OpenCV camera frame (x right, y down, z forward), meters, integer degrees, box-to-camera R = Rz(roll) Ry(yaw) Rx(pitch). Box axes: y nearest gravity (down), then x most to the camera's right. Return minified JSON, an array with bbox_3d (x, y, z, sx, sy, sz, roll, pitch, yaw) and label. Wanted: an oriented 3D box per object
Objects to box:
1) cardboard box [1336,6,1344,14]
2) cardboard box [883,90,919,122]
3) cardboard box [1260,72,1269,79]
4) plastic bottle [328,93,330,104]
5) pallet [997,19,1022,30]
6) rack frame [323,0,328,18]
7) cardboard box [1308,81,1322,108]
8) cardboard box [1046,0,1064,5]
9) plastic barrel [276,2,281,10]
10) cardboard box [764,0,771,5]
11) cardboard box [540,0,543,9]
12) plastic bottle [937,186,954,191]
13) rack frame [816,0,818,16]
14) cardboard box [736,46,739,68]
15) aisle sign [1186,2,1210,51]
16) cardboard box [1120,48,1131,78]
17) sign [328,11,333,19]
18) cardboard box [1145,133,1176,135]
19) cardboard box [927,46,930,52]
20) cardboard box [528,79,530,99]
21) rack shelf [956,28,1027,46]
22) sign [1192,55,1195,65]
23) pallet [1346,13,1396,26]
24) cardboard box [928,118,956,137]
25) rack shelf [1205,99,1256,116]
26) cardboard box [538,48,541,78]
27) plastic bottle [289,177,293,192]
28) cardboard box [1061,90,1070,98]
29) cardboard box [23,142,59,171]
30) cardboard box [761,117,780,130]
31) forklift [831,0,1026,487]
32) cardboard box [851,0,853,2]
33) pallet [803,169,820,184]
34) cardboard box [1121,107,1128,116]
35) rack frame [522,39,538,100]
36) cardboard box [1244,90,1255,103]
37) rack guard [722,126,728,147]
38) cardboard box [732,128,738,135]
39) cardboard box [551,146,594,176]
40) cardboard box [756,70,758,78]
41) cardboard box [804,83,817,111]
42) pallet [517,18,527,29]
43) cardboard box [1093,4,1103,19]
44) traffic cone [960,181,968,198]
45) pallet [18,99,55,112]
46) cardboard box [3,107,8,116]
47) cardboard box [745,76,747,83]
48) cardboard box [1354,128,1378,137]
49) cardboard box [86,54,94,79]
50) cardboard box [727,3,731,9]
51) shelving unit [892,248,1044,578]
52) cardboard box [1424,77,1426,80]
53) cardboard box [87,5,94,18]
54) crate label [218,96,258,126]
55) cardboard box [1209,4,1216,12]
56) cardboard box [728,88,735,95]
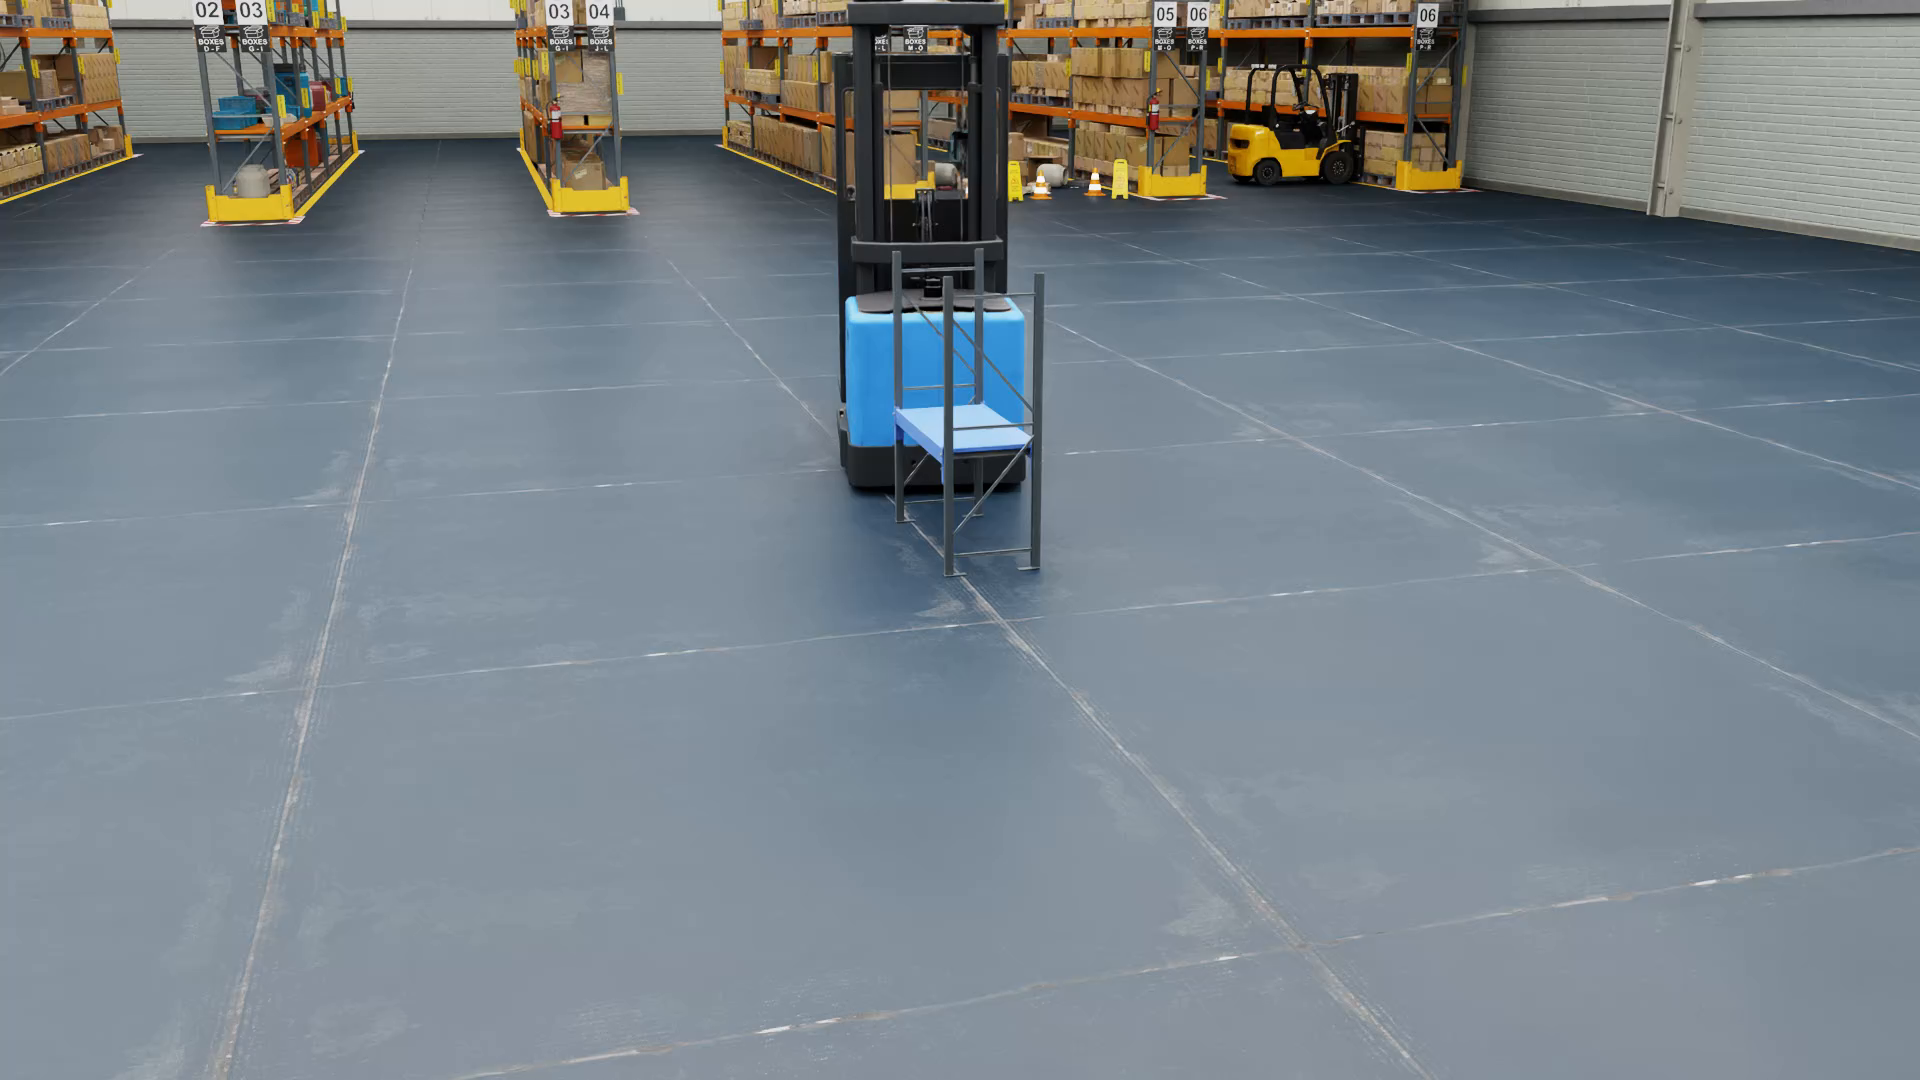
[{"bbox_3d":[7.422,-10.128,31.774,0.380,0.149,0.250,-4,17,-14],"label":"cardboard box"},{"bbox_3d":[-1.170,-7.175,27.364,0.875,0.550,0.550,-5,17,-15],"label":"cardboard box"},{"bbox_3d":[6.545,-9.777,34.986,0.380,0.149,0.250,-5,17,-17],"label":"cardboard box"},{"bbox_3d":[-13.362,-9.324,34.993,0.152,0.276,0.135,-5,17,-15],"label":"plastic bottle"},{"bbox_3d":[1.281,-11.156,35.993,1.213,0.211,1.003,-4,17,-13],"label":"pallet"},{"bbox_3d":[-13.881,-12.441,34.727,1.000,3.000,0.127,-5,17,-15],"label":"rack frame"},{"bbox_3d":[7.250,-8.828,32.953,0.500,0.500,0.500,-5,17,-17],"label":"cardboard box"},{"bbox_3d":[2.025,-10.766,33.027,0.500,0.250,0.500,-4,17,-14],"label":"cardboard box"},{"bbox_3d":[-12.585,-9.678,29.997,0.600,0.830,0.708,-5,17,-15],"label":"plastic barrel"},{"bbox_3d":[-3.957,-11.514,35.350,0.396,0.266,0.258,-5,17,-15],"label":"cardboard box"},{"bbox_3d":[-6.429,-8.464,26.268,0.380,0.149,0.250,-5,17,-15],"label":"cardboard box"},{"bbox_3d":[-0.261,-6.318,29.878,0.283,0.061,0.133,-12,20,-34],"label":"plastic bottle"},{"bbox_3d":[-2.124,-10.984,29.876,1.000,3.000,0.127,-5,17,-15],"label":"rack frame"},{"bbox_3d":[-4.986,-11.387,39.216,0.500,0.500,0.500,-4,17,-14],"label":"cardboard box"},{"bbox_3d":[4.022,-8.676,28.102,0.394,0.787,0.004,-5,17,-15],"label":"aisle sign"},{"bbox_3d":[3.225,-8.357,29.131,0.700,0.500,0.500,-5,17,-15],"label":"cardboard box"},{"bbox_3d":[-13.352,-11.052,35.300,0.100,0.325,0.005,-5,17,-15],"label":"sign"},{"bbox_3d":[3.596,-7.063,29.996,0.500,0.500,0.500,-5,18,-17],"label":"cardboard box"},{"bbox_3d":[-0.667,-12.347,41.804,0.380,0.149,0.250,-5,18,-17],"label":"cardboard box"},{"bbox_3d":[-8.810,-9.440,34.992,0.500,0.500,0.500,-4,17,-14],"label":"cardboard box"},{"bbox_3d":[0.959,-11.282,37.332,1.077,0.370,4.000,-5,17,-15],"label":"rack shelf"},{"bbox_3d":[5.714,-11.736,40.794,0.100,0.325,0.005,-5,17,-15],"label":"sign"},{"bbox_3d":[7.970,-9.747,31.126,1.003,0.211,1.213,-5,17,-15],"label":"pallet"},{"bbox_3d":[-0.412,-10.649,42.912,0.875,0.438,0.875,-5,18,-17],"label":"cardboard box"},{"bbox_3d":[5.731,-10.239,39.073,1.077,0.370,4.000,-5,17,-15],"label":"rack shelf"},{"bbox_3d":[-7.041,-8.271,28.844,0.500,0.500,0.500,-5,17,-15],"label":"cardboard box"},{"bbox_3d":[-10.876,-5.773,26.936,0.097,0.271,0.097,0,17,0],"label":"plastic bottle"},{"bbox_3d":[2.201,-8.731,32.512,0.380,0.149,0.250,-4,17,-14],"label":"cardboard box"},{"bbox_3d":[-17.396,-7.233,31.397,0.500,0.500,0.500,-4,17,-13],"label":"cardboard box"},{"bbox_3d":[-4.089,-9.173,36.587,0.500,0.250,0.500,-4,17,-13],"label":"cardboard box"},{"bbox_3d":[-0.263,-2.092,10.820,1.130,2.935,3.031,-2,17,-5],"label":"forklift"},{"bbox_3d":[-1.581,-8.775,27.271,0.380,0.149,0.250,-4,17,-14],"label":"cardboard box"},{"bbox_3d":[-2.408,-6.983,31.831,1.003,0.211,1.213,-5,17,-15],"label":"pallet"},{"bbox_3d":[3.073,-7.592,29.451,0.380,0.149,0.250,-4,17,-14],"label":"cardboard box"},{"bbox_3d":[-9.119,-9.959,36.893,1.000,3.000,0.127,-5,17,-15],"label":"rack frame"},{"bbox_3d":[6.449,-9.535,35.740,0.500,0.250,0.500,-5,18,-17],"label":"cardboard box"},{"bbox_3d":[-5.401,-10.212,42.079,1.175,0.500,0.348,-5,17,-15],"label":"rack guard"},{"bbox_3d":[-5.385,-10.022,40.812,0.380,0.149,0.250,-4,17,-14],"label":"cardboard box"},{"bbox_3d":[-7.069,-6.932,30.394,0.700,0.500,0.500,-6,18,-20],"label":"cardboard box"},{"bbox_3d":[-4.222,-10.112,36.074,0.380,0.149,0.250,-4,17,-14],"label":"cardboard box"},{"bbox_3d":[-2.663,-8.421,31.600,0.500,0.500,0.500,-5,17,-16],"label":"cardboard box"},{"bbox_3d":[-8.248,-10.373,33.385,1.213,0.211,1.003,-4,17,-13],"label":"pallet"},{"bbox_3d":[2.741,-9.612,30.268,0.500,0.250,0.500,-5,17,-15],"label":"cardboard box"},{"bbox_3d":[0.195,-6.048,28.283,0.336,0.463,0.334,-5,17,-15],"label":"traffic cone"},{"bbox_3d":[-17.799,-8.161,31.239,1.213,0.211,1.003,-5,17,-15],"label":"pallet"},{"bbox_3d":[-17.141,-7.602,29.483,0.380,0.149,0.250,-3,17,-11],"label":"cardboard box"},{"bbox_3d":[-4.656,-10.401,37.555,0.380,0.149,0.250,-4,17,-14],"label":"cardboard box"},{"bbox_3d":[7.626,-7.703,31.694,0.500,0.250,0.500,-5,17,-16],"label":"cardboard box"},{"bbox_3d":[-18.646,-9.999,35.114,0.500,0.500,0.500,-5,18,-17],"label":"cardboard box"},{"bbox_3d":[-5.428,-12.897,40.159,0.380,0.149,0.250,-4,17,-14],"label":"cardboard box"},{"bbox_3d":[0.023,-0.695,8.658,0.538,1.500,1.048,-5,17,-15],"label":"shelving unit"},{"bbox_3d":[8.506,-8.353,30.245,0.380,0.149,0.250,-5,17,-15],"label":"cardboard box"},{"bbox_3d":[-18.943,-11.351,35.705,0.500,0.250,0.500,-5,17,-15],"label":"cardboard box"},{"bbox_3d":[-11.349,-6.753,26.158,0.502,0.435,0.616,-5,17,-15],"label":"crate label"},{"bbox_3d":[5.809,-11.950,37.358,0.380,0.149,0.250,-5,18,-17],"label":"cardboard box"},{"bbox_3d":[-5.515,-11.048,40.956,0.380,0.149,0.250,-5,17,-17],"label":"cardboard box"}]
